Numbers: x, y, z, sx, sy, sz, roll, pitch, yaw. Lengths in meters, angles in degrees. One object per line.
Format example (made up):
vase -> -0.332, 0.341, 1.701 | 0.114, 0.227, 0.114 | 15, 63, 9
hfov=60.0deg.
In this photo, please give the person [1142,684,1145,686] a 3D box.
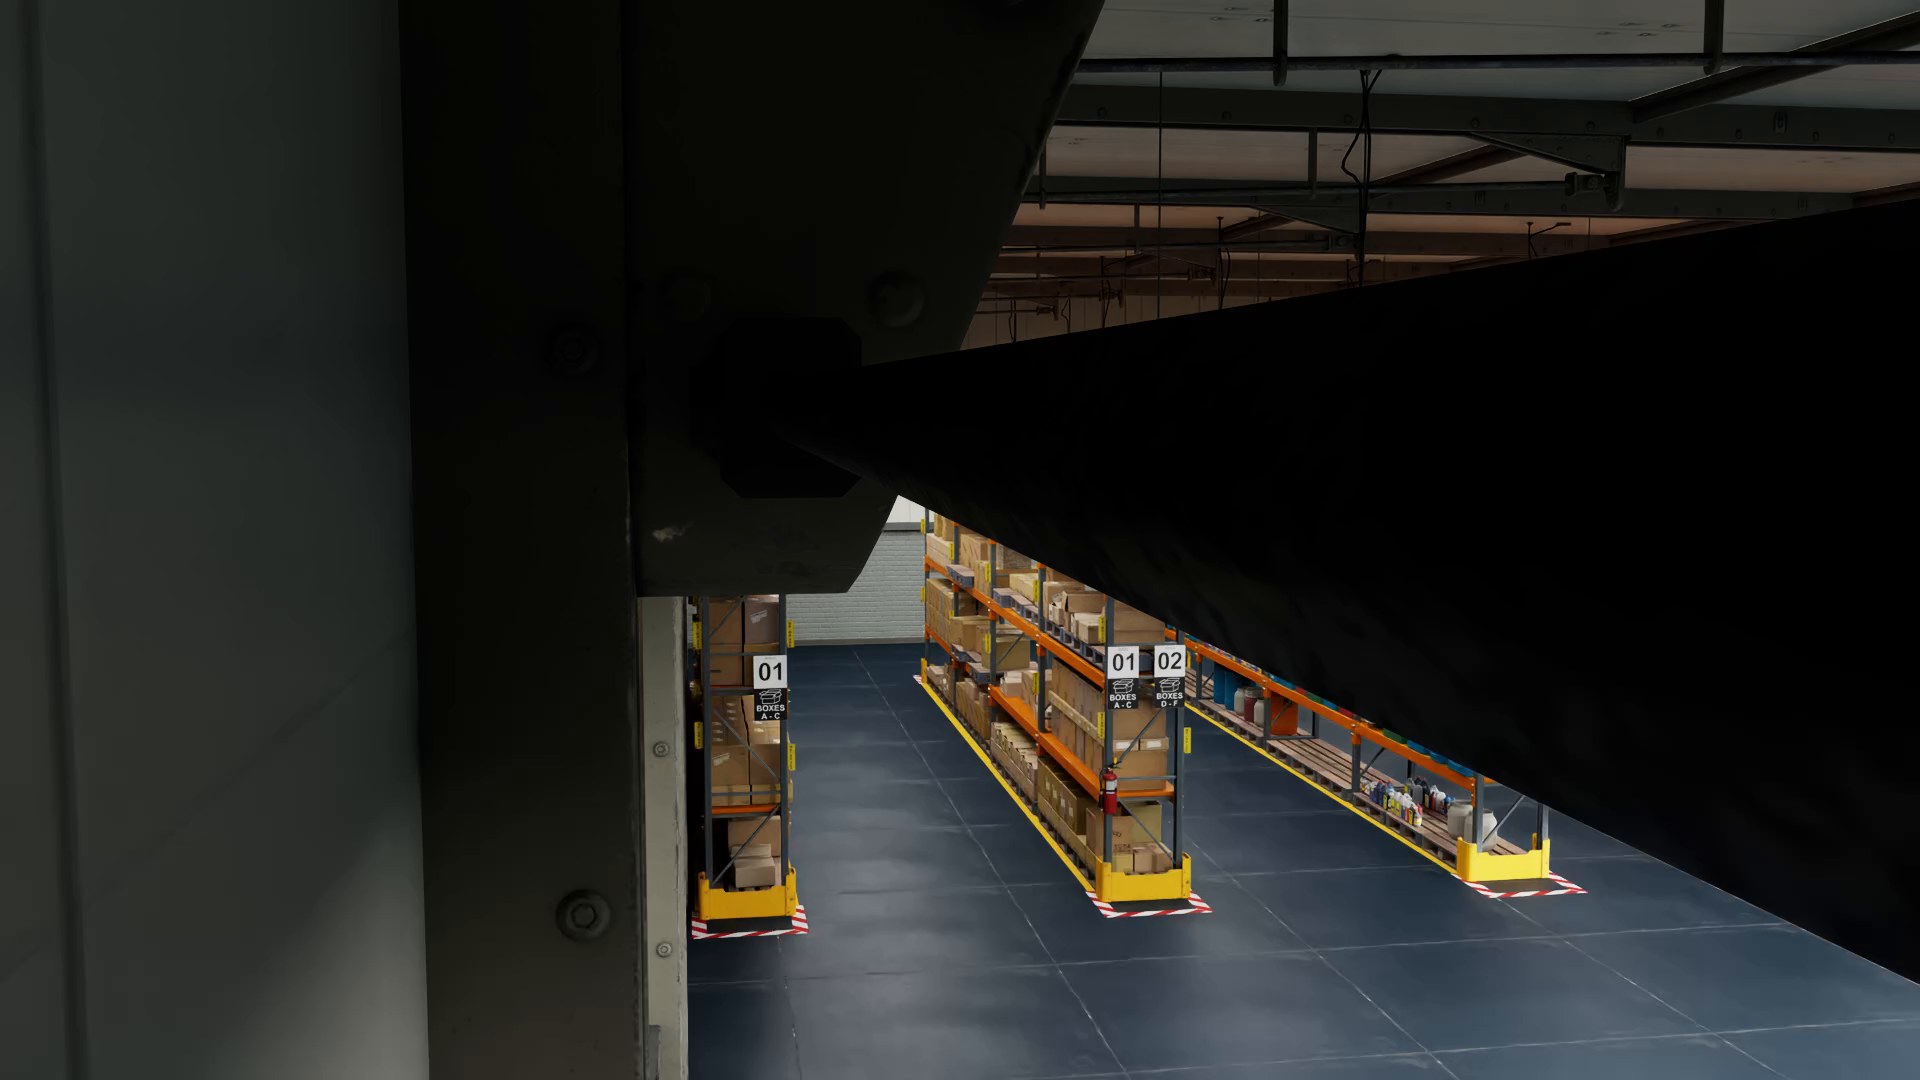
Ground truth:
person -> 3.080, 3.066, 28.170 | 0.439, 1.605, 0.514 | 0, 5, 3
